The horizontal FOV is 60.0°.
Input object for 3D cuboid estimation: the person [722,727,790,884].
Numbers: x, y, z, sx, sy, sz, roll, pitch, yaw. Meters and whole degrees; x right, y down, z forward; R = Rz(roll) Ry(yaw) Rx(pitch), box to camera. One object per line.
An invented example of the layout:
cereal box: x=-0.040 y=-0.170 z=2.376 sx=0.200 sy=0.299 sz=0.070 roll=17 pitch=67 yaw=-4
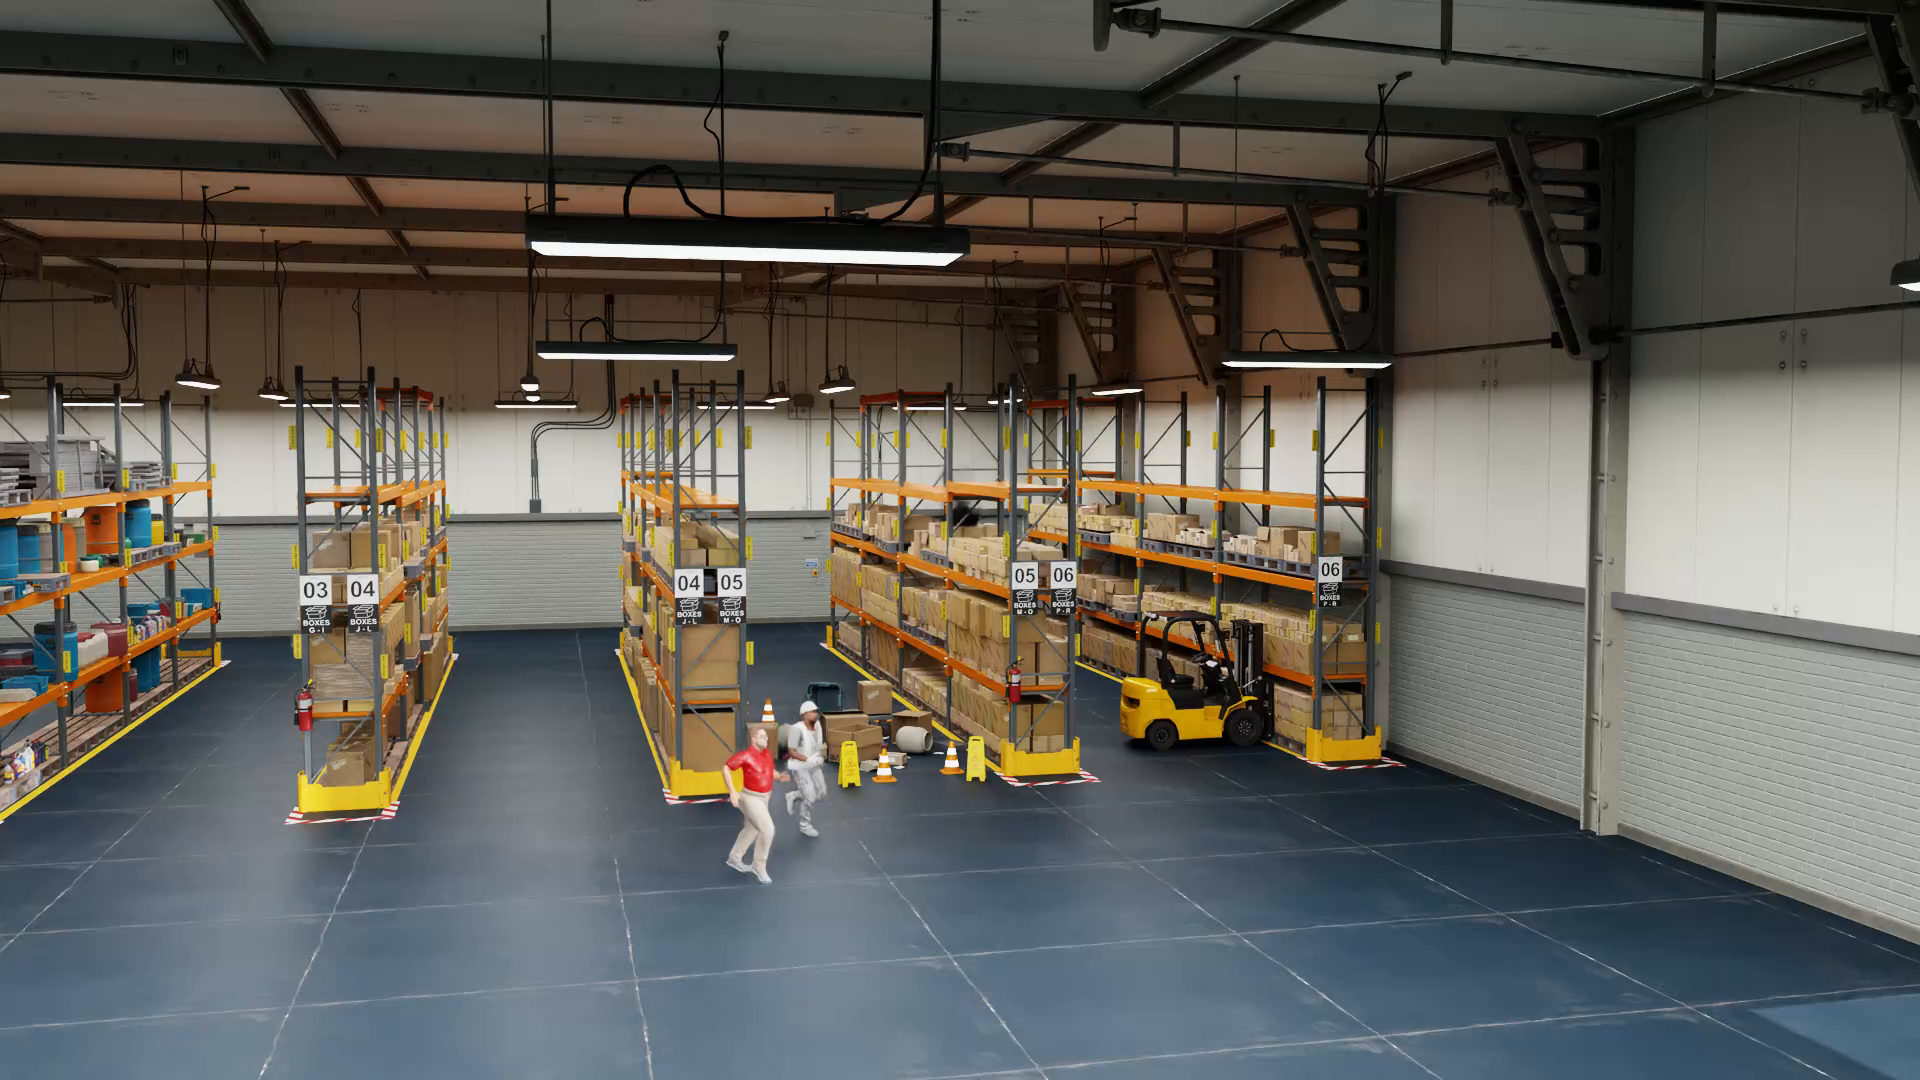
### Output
person: x=-2.307 y=3.022 z=18.956 sx=0.825 sy=1.792 sz=0.627 roll=1 pitch=4 yaw=21

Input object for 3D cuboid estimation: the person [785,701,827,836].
person: x=-1.945 y=2.893 z=21.117 sx=0.695 sy=1.728 sz=0.729 roll=2 pitch=4 yaw=30
